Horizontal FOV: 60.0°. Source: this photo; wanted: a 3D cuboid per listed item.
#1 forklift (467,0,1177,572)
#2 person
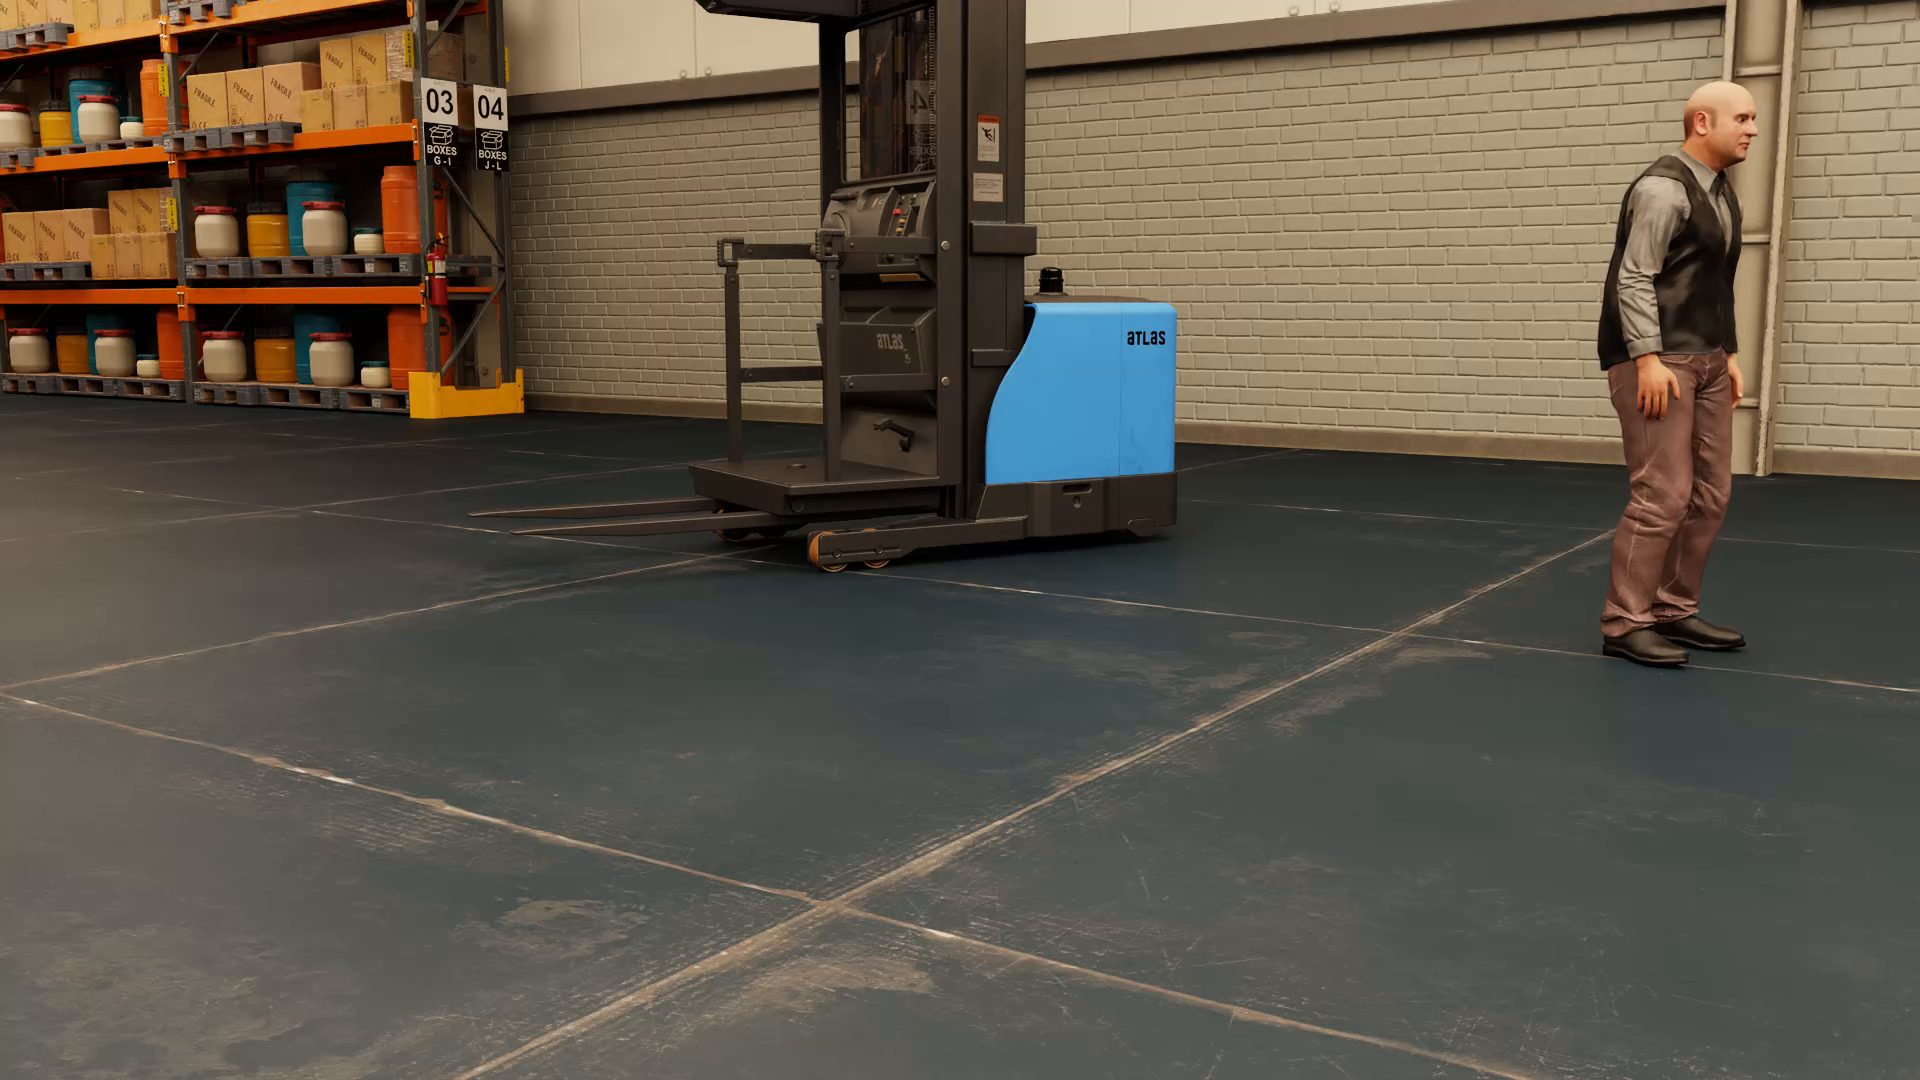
[{"bbox_3d":[-0.537,-1.406,7.080,3.031,2.935,1.130,-5,9,-31],"label":"forklift"},{"bbox_3d":[2.184,-0.511,5.089,0.580,1.721,0.415,-7,11,-40],"label":"person"}]
